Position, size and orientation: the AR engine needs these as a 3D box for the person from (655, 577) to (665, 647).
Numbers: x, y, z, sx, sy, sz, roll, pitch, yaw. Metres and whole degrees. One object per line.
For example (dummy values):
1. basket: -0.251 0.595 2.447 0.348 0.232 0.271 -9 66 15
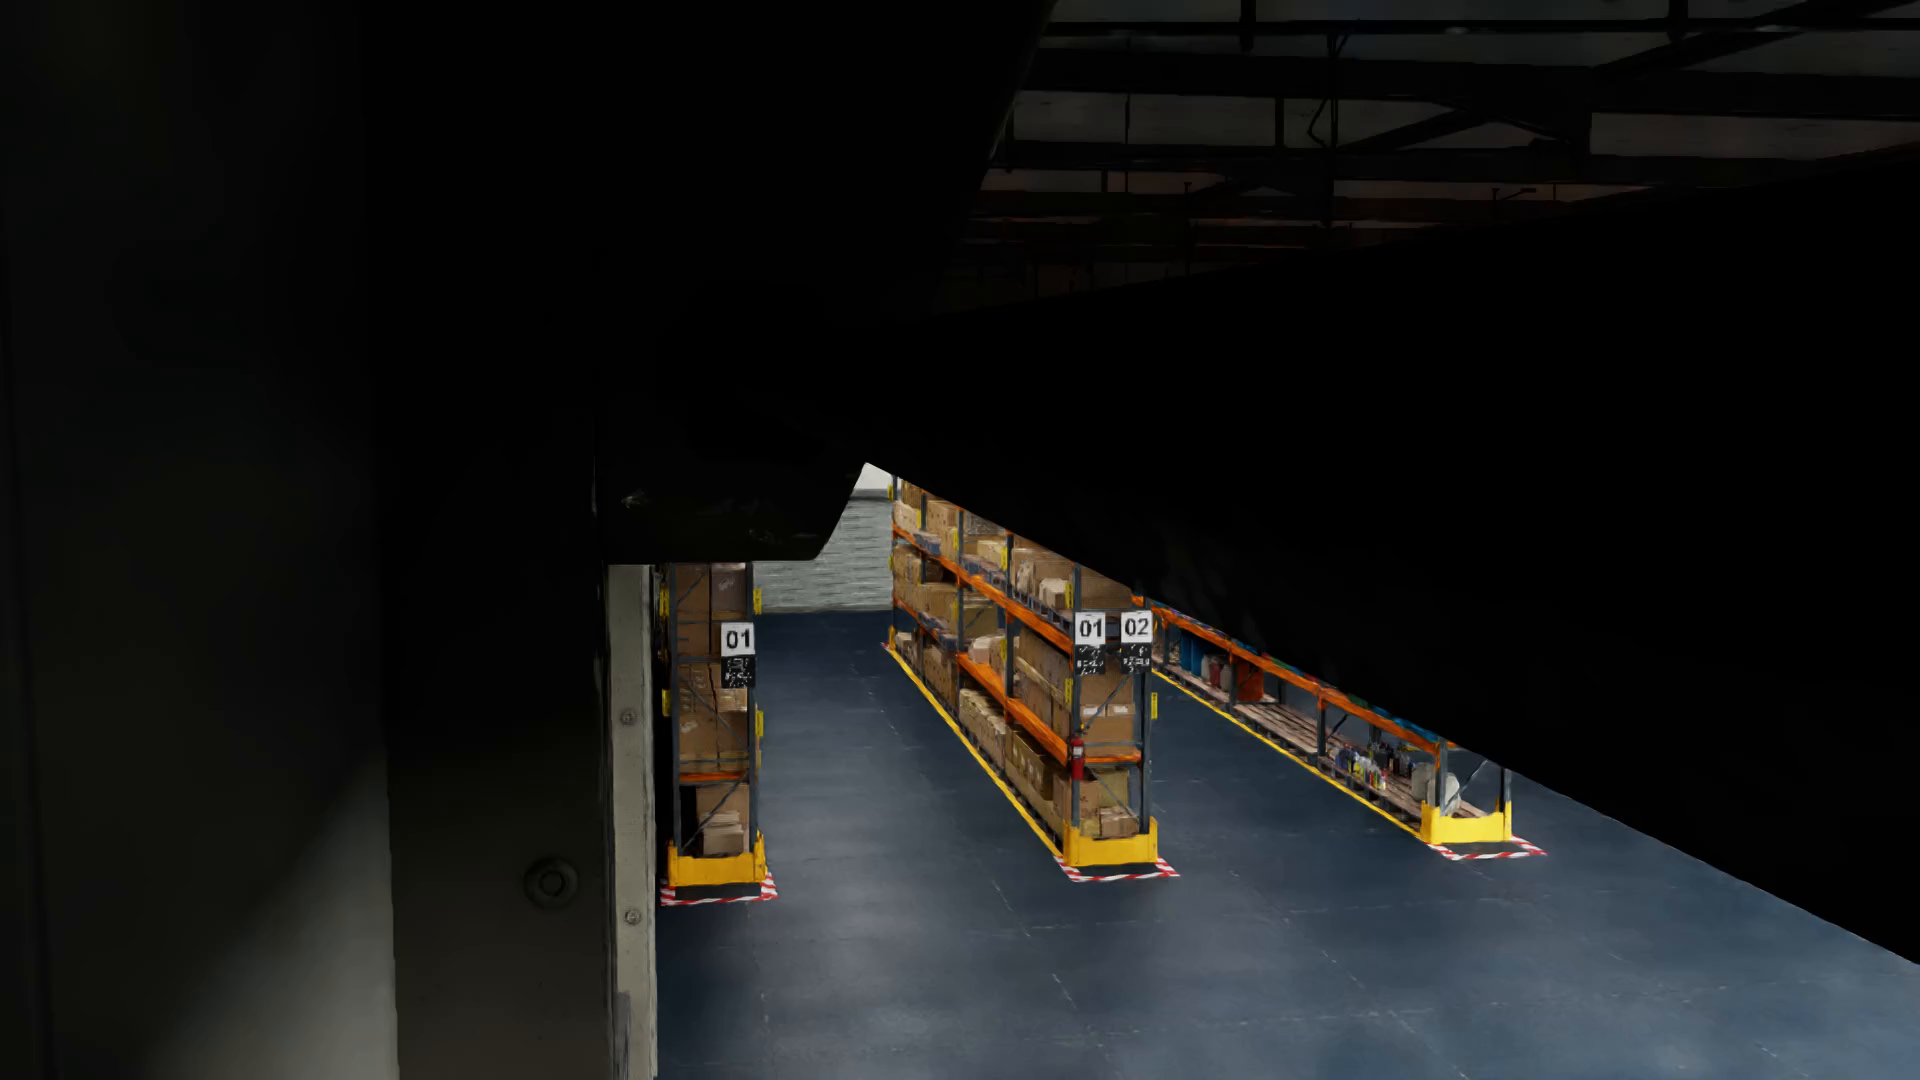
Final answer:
1. person: -6.444 1.517 36.867 0.559 1.656 0.733 3 7 25

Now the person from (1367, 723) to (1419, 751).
1. person: 6.968 2.568 26.896 0.704 1.710 0.743 -4 7 -34
